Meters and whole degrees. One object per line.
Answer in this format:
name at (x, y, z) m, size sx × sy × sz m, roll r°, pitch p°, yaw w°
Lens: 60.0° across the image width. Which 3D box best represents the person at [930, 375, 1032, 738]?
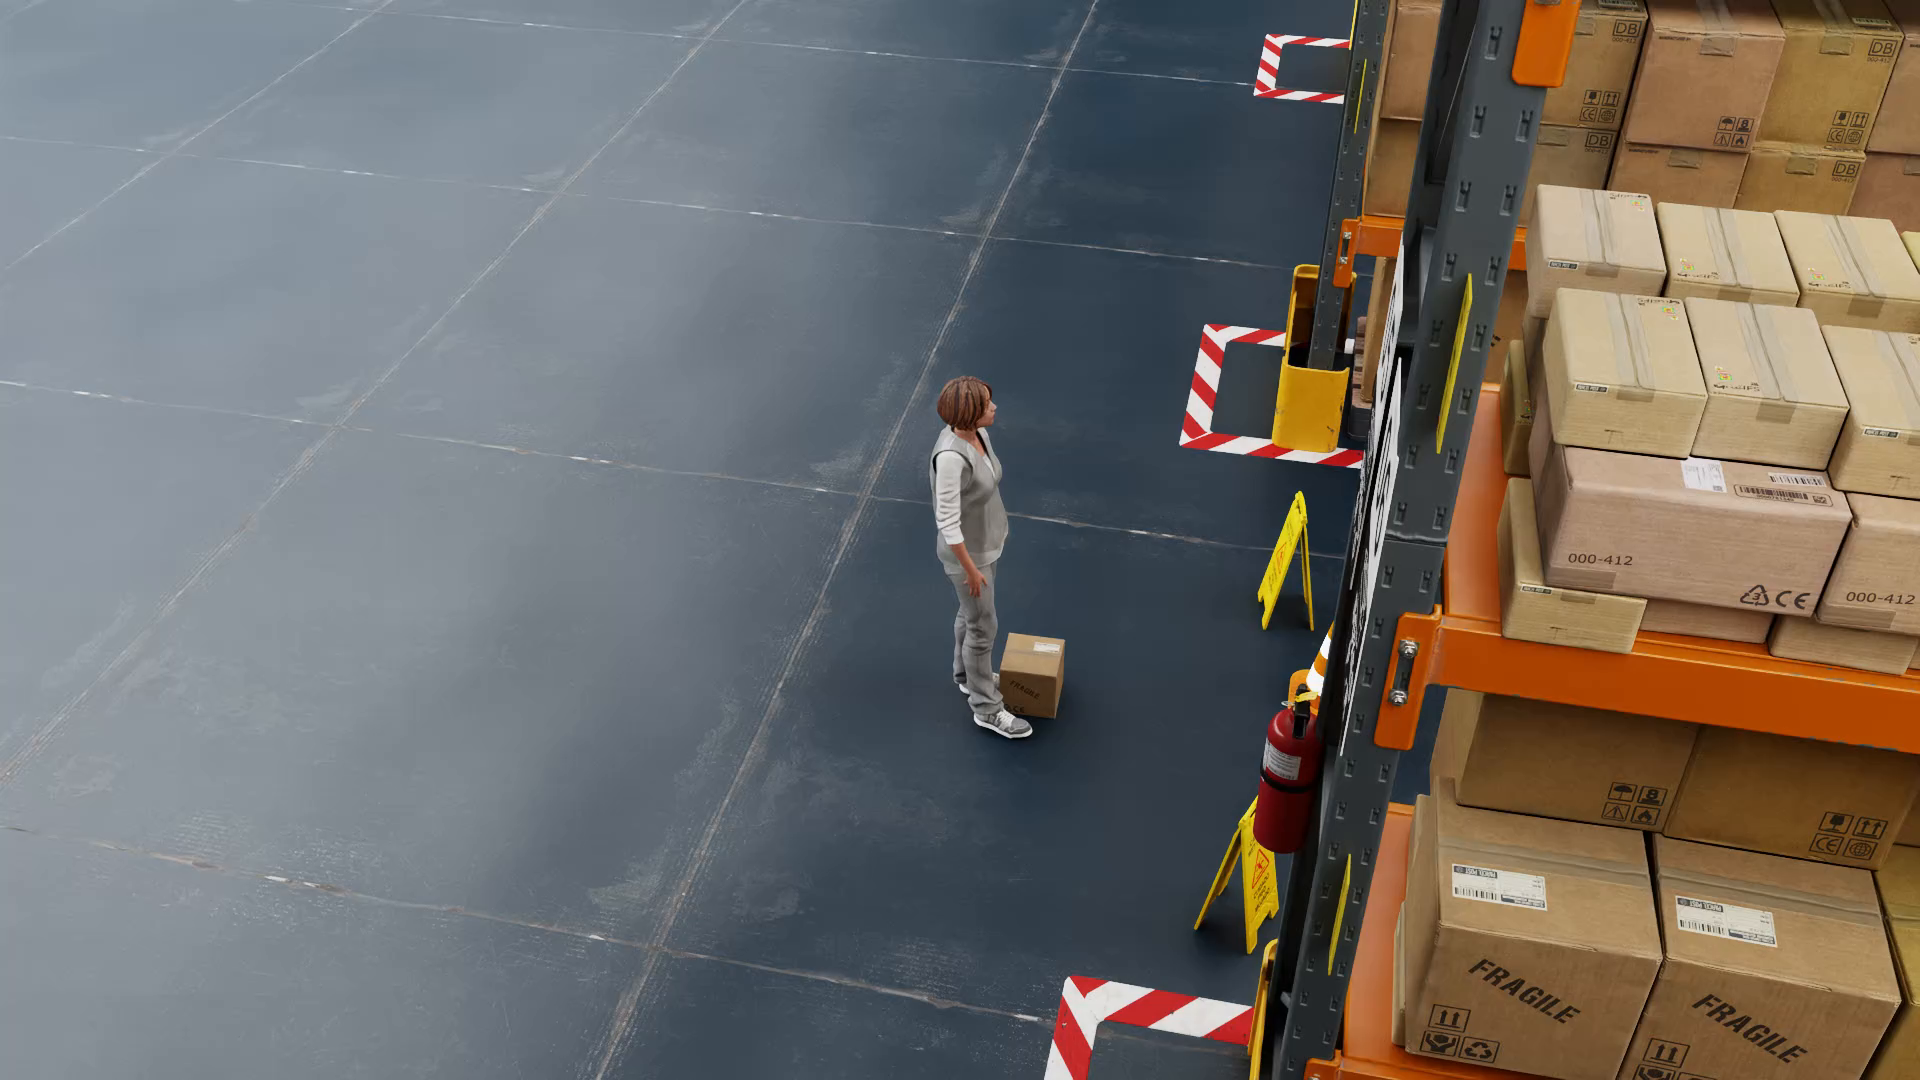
person at (0.126, 0.049, 6.889) m, size 0.474 × 1.598 × 0.519 m, roll 8°, pitch 38°, yaw 10°
